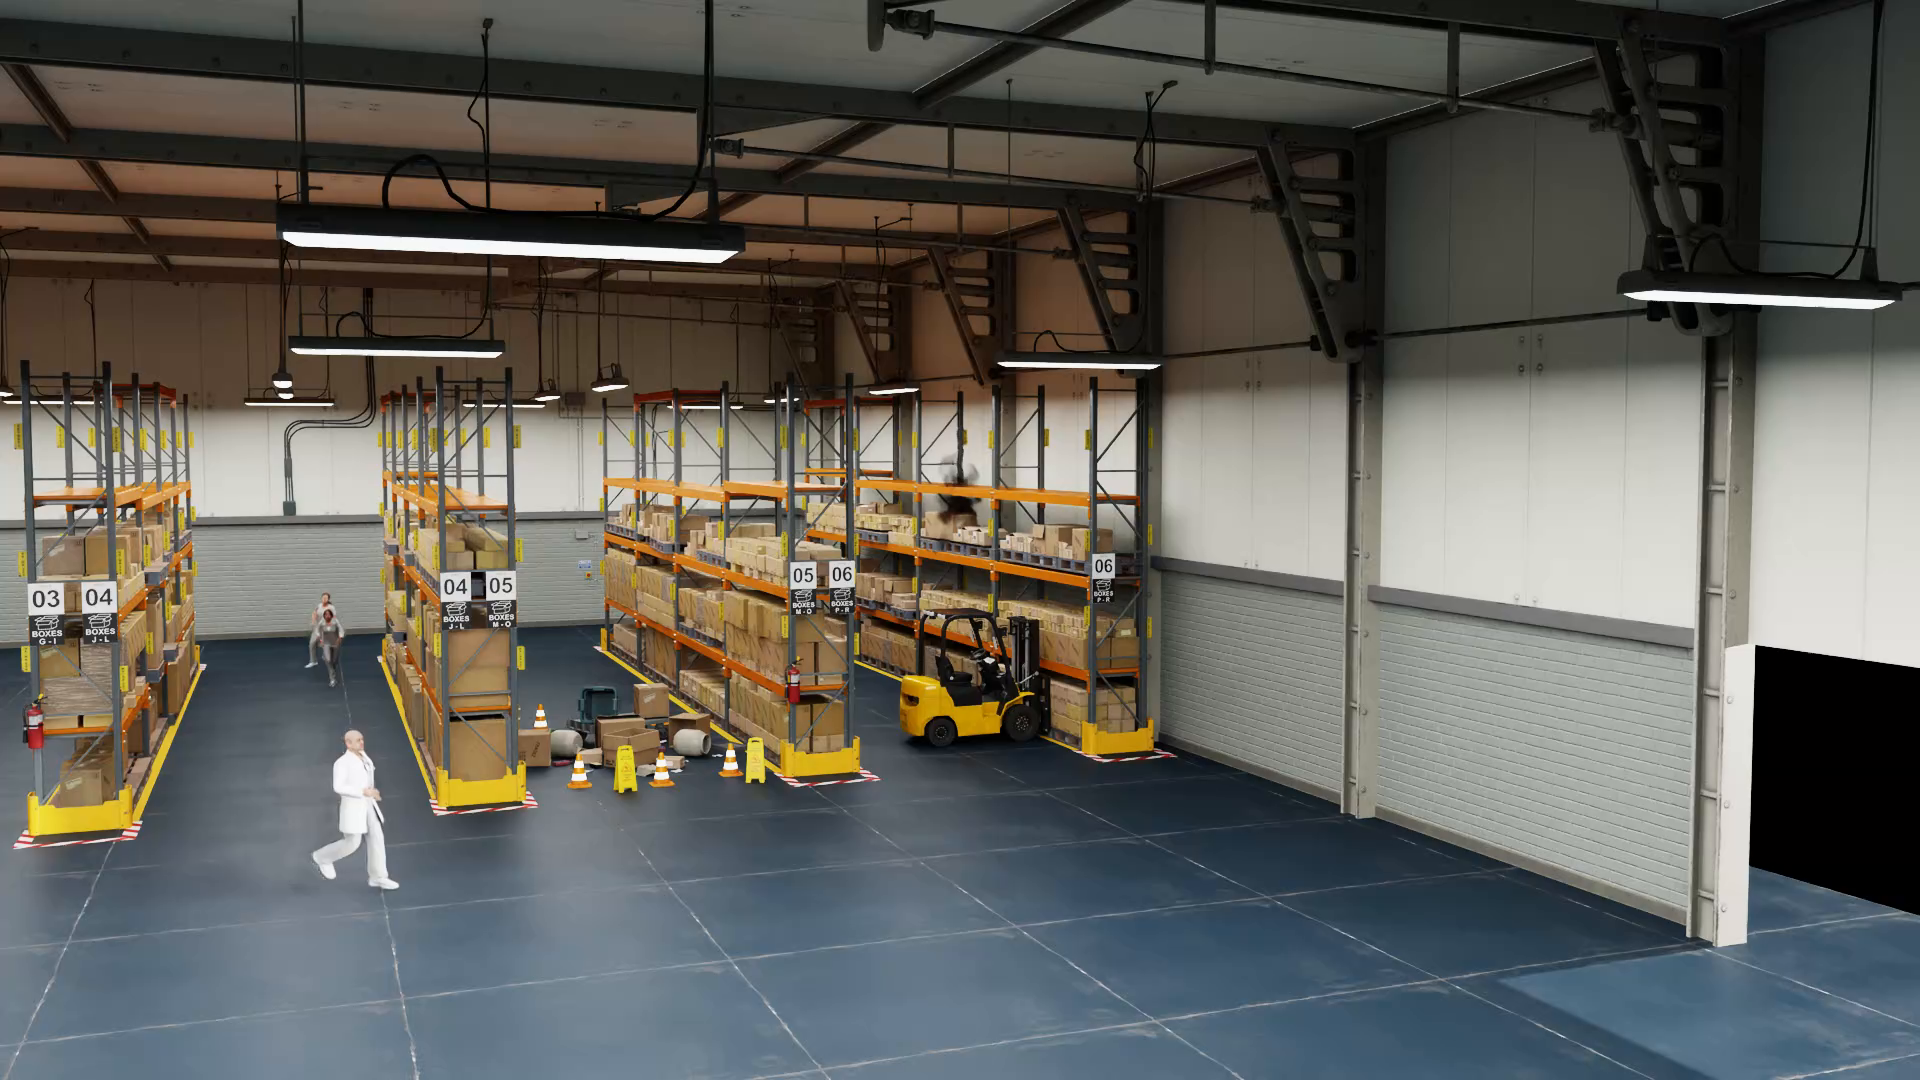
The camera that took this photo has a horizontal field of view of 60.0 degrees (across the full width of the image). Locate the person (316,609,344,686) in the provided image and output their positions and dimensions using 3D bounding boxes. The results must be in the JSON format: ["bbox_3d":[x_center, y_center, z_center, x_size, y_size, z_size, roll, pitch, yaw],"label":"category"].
[{"bbox_3d":[-12.945,2.187,34.167,0.542,1.584,0.858,-1,4,-22],"label":"person"}]

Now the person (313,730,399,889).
[{"bbox_3d":[-6.730,2.993,18.521,1.024,1.764,0.718,1,4,14],"label":"person"}]

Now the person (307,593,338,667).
[{"bbox_3d":[-14.112,1.986,36.953,0.605,1.641,0.758,0,3,8],"label":"person"}]
